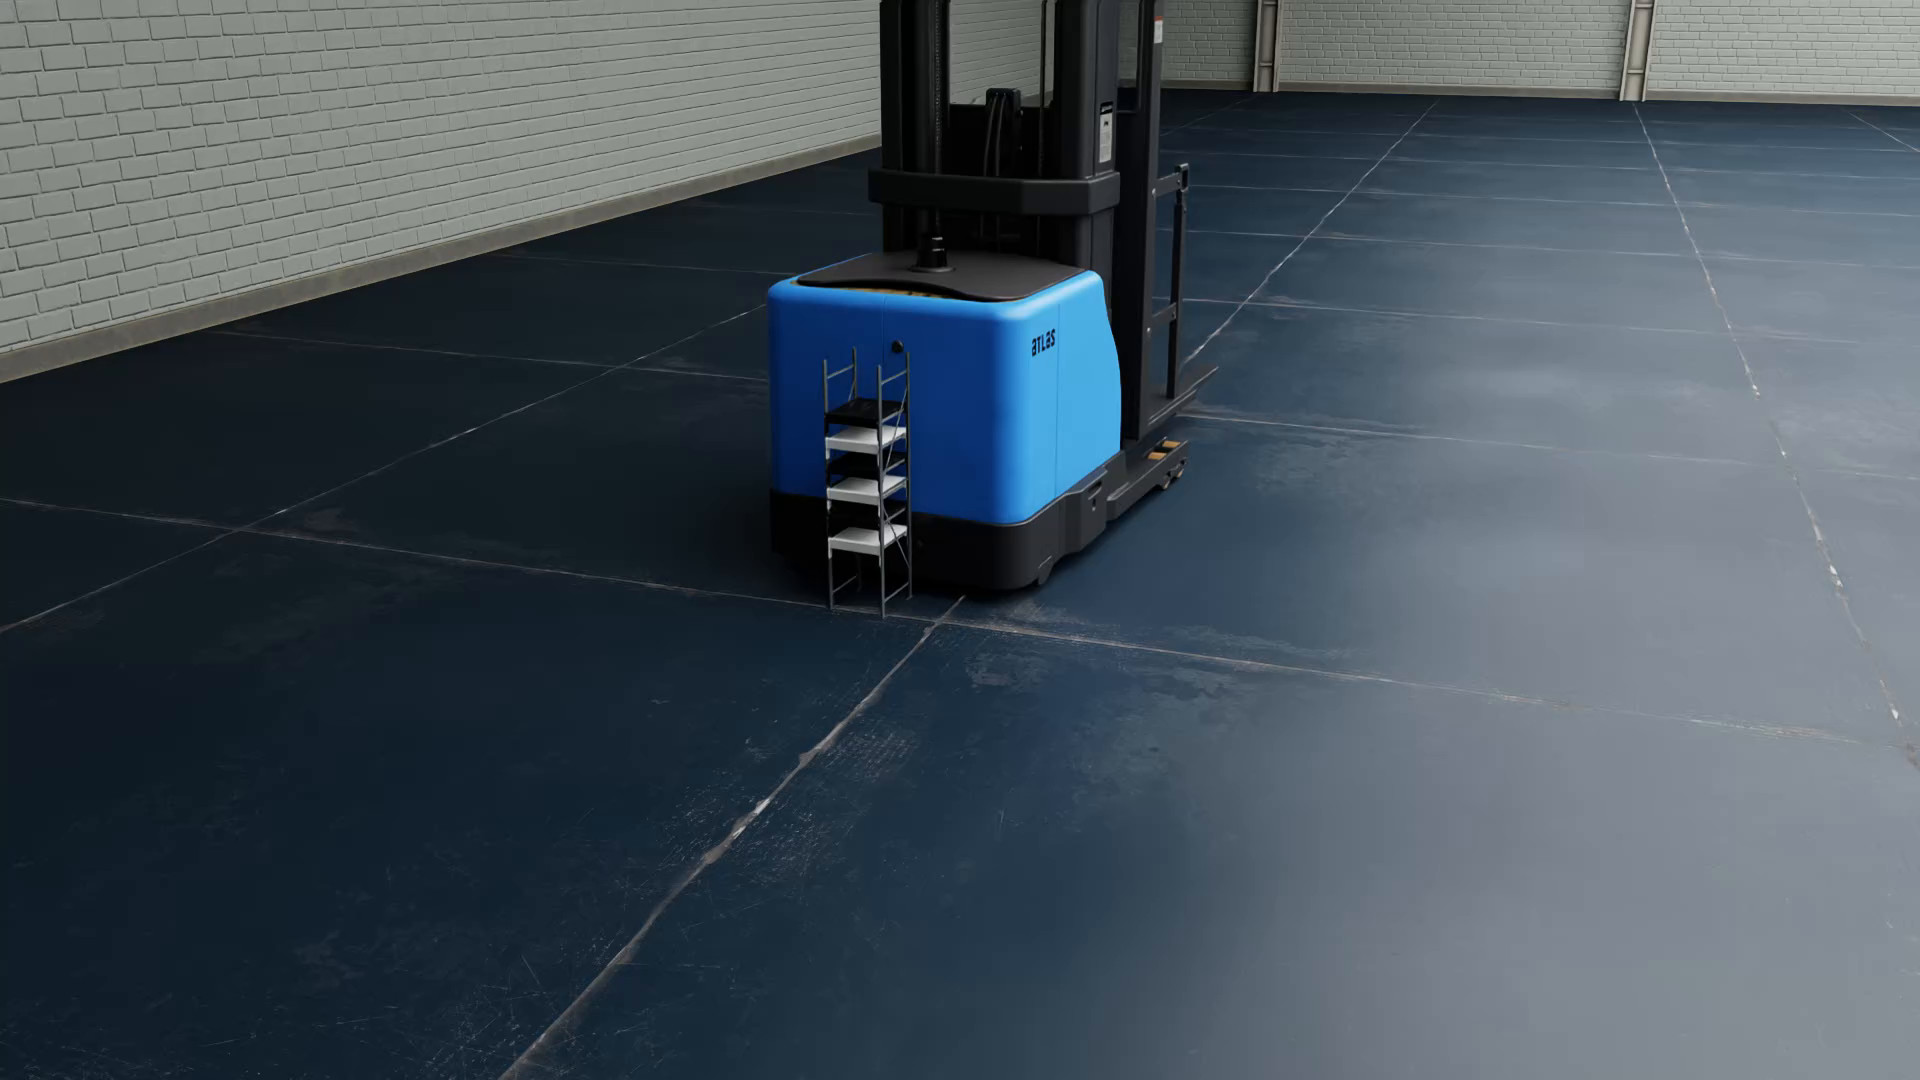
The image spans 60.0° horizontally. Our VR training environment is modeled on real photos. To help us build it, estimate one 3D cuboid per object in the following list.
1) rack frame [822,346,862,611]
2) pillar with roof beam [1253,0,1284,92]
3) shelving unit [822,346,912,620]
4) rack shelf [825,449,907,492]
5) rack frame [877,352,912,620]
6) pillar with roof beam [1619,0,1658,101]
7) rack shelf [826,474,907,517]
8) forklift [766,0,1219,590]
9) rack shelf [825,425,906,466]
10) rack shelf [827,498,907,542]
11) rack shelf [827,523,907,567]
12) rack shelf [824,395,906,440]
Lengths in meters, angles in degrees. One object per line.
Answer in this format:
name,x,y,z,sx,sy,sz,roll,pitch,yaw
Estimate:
rack frame,-0.410,-0.210,5.813,0.006,0.900,0.240,8,21,22
pillar with roof beam,3.948,-10.782,23.836,0.400,9.000,9.100,7,20,18
shelving unit,-0.317,-0.197,5.774,0.210,0.900,0.258,8,21,22
rack shelf,-0.317,-0.250,5.755,0.200,0.077,0.258,8,21,22
rack frame,-0.224,-0.183,5.735,0.006,0.900,0.240,8,21,22
pillar with roof beam,9.616,-10.134,21.977,0.400,9.000,9.100,7,20,18
rack shelf,-0.317,-0.165,5.785,0.200,0.077,0.258,8,21,22
forklift,0.368,-1.653,6.866,1.130,2.935,3.031,9,21,23
rack shelf,-0.317,-0.335,5.726,0.200,0.077,0.258,8,21,22
rack shelf,-0.317,-0.080,5.815,0.200,0.077,0.258,8,21,22
rack shelf,-0.317,0.004,5.844,0.200,0.077,0.258,8,21,22
rack shelf,-0.317,-0.420,5.696,0.200,0.077,0.258,8,21,22
